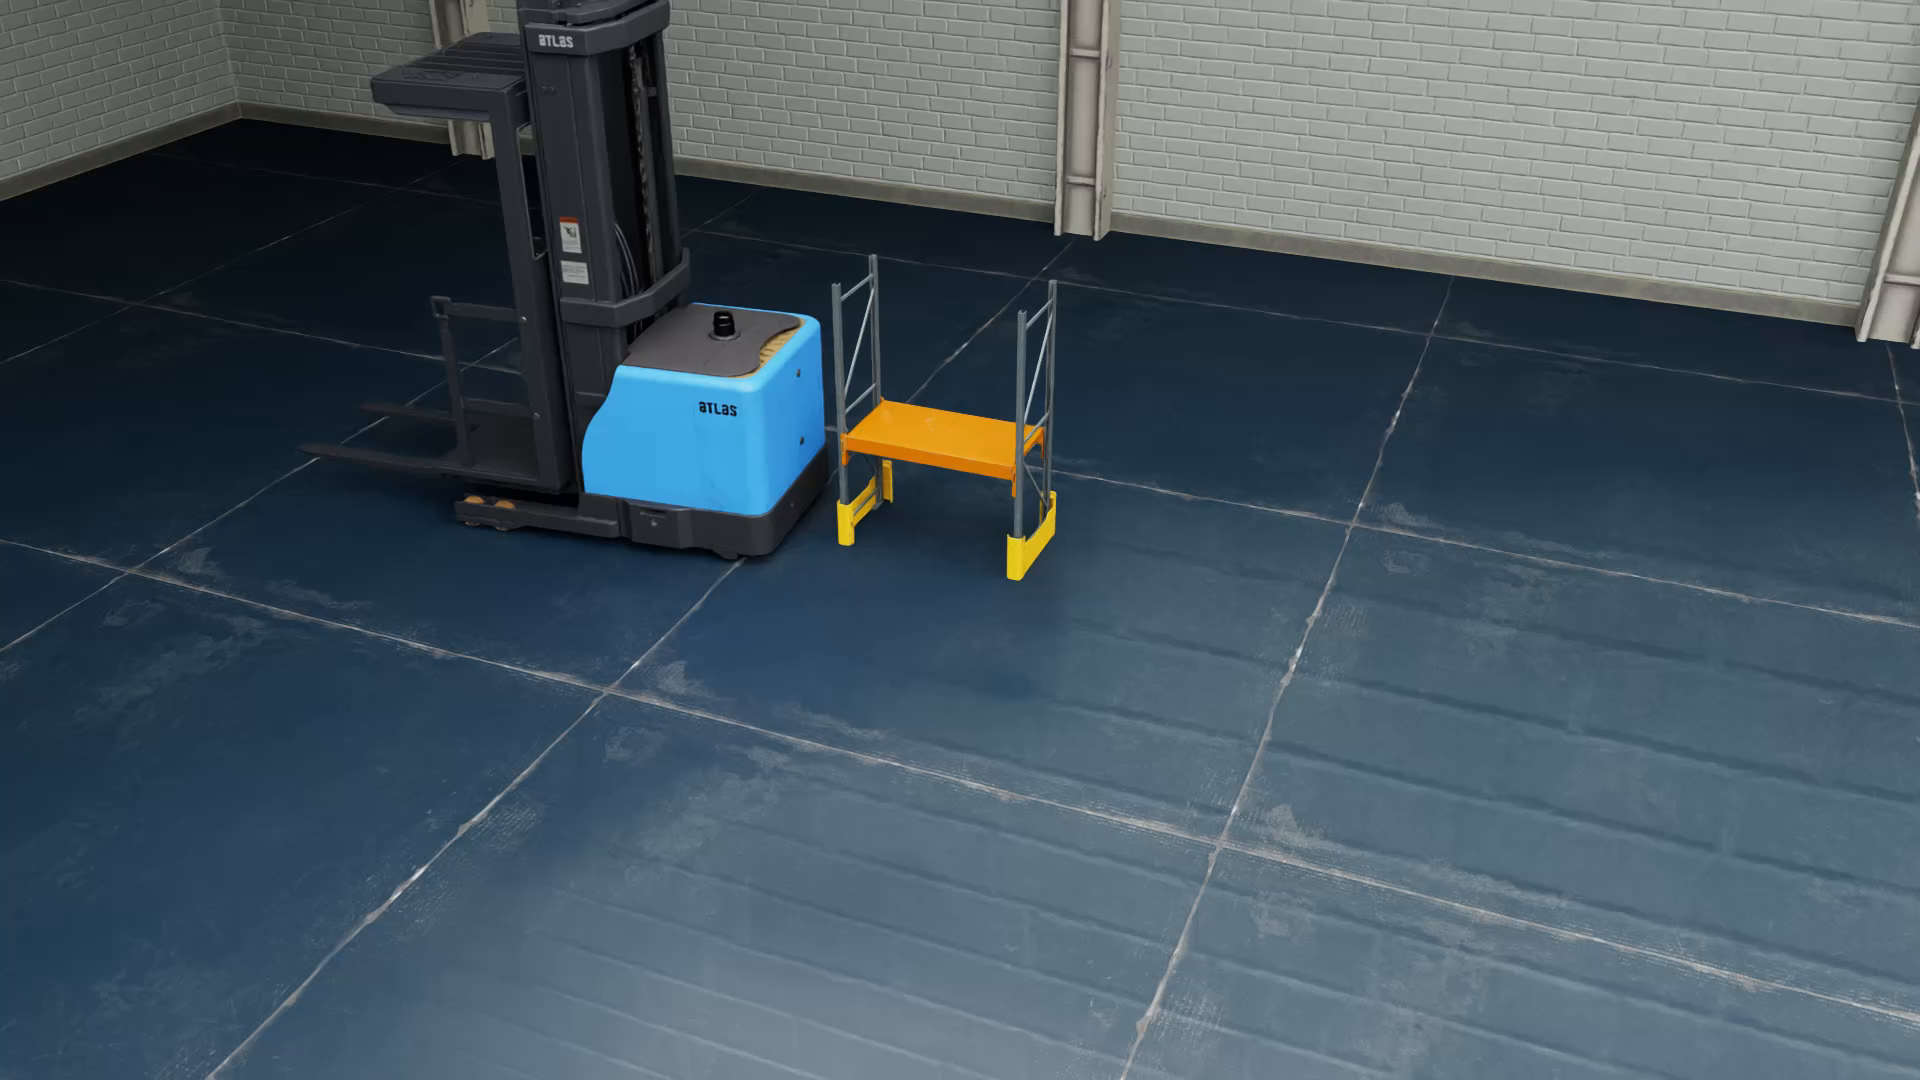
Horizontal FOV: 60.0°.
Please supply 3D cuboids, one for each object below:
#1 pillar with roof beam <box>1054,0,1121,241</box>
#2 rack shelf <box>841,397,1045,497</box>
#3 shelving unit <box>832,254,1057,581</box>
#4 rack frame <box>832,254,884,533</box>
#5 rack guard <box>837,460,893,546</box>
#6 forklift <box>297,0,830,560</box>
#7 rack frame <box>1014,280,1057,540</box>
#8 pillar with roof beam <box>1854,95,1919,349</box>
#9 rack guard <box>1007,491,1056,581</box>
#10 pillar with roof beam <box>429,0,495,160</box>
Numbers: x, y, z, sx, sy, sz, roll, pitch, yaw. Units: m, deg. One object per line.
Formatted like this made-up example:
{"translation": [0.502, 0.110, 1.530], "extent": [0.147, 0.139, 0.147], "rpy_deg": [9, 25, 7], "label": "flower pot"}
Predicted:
{"translation": [-0.606, -4.504, 8.073], "extent": [0.400, 9.000, 9.100], "rpy_deg": [11, 31, 19], "label": "pillar with roof beam"}
{"translation": [-0.079, -0.512, 8.997], "extent": [1.000, 0.185, 0.538], "rpy_deg": [11, 31, 19], "label": "rack shelf"}
{"translation": [-0.071, -0.667, 8.906], "extent": [1.083, 1.500, 0.587], "rpy_deg": [11, 31, 19], "label": "shelving unit"}
{"translation": [-0.550, -0.763, 9.075], "extent": [0.032, 1.500, 0.500], "rpy_deg": [11, 31, 19], "label": "rack frame"}
{"translation": [-0.532, -0.215, 9.376], "extent": [0.087, 0.250, 0.587], "rpy_deg": [11, 31, 19], "label": "rack guard"}
{"translation": [-2.340, -1.569, 9.047], "extent": [3.031, 2.935, 1.130], "rpy_deg": [8, 30, 14], "label": "forklift"}
{"translation": [0.392, -0.575, 8.742], "extent": [0.032, 1.500, 0.500], "rpy_deg": [11, 31, 19], "label": "rack frame"}
{"translation": [4.953, -3.394, 6.109], "extent": [0.400, 9.000, 9.100], "rpy_deg": [11, 31, 19], "label": "pillar with roof beam"}
{"translation": [0.391, -0.031, 9.050], "extent": [0.087, 0.250, 0.587], "rpy_deg": [11, 31, 19], "label": "rack guard"}
{"translation": [-6.166, -5.614, 10.037], "extent": [0.400, 9.000, 9.100], "rpy_deg": [11, 31, 19], "label": "pillar with roof beam"}
